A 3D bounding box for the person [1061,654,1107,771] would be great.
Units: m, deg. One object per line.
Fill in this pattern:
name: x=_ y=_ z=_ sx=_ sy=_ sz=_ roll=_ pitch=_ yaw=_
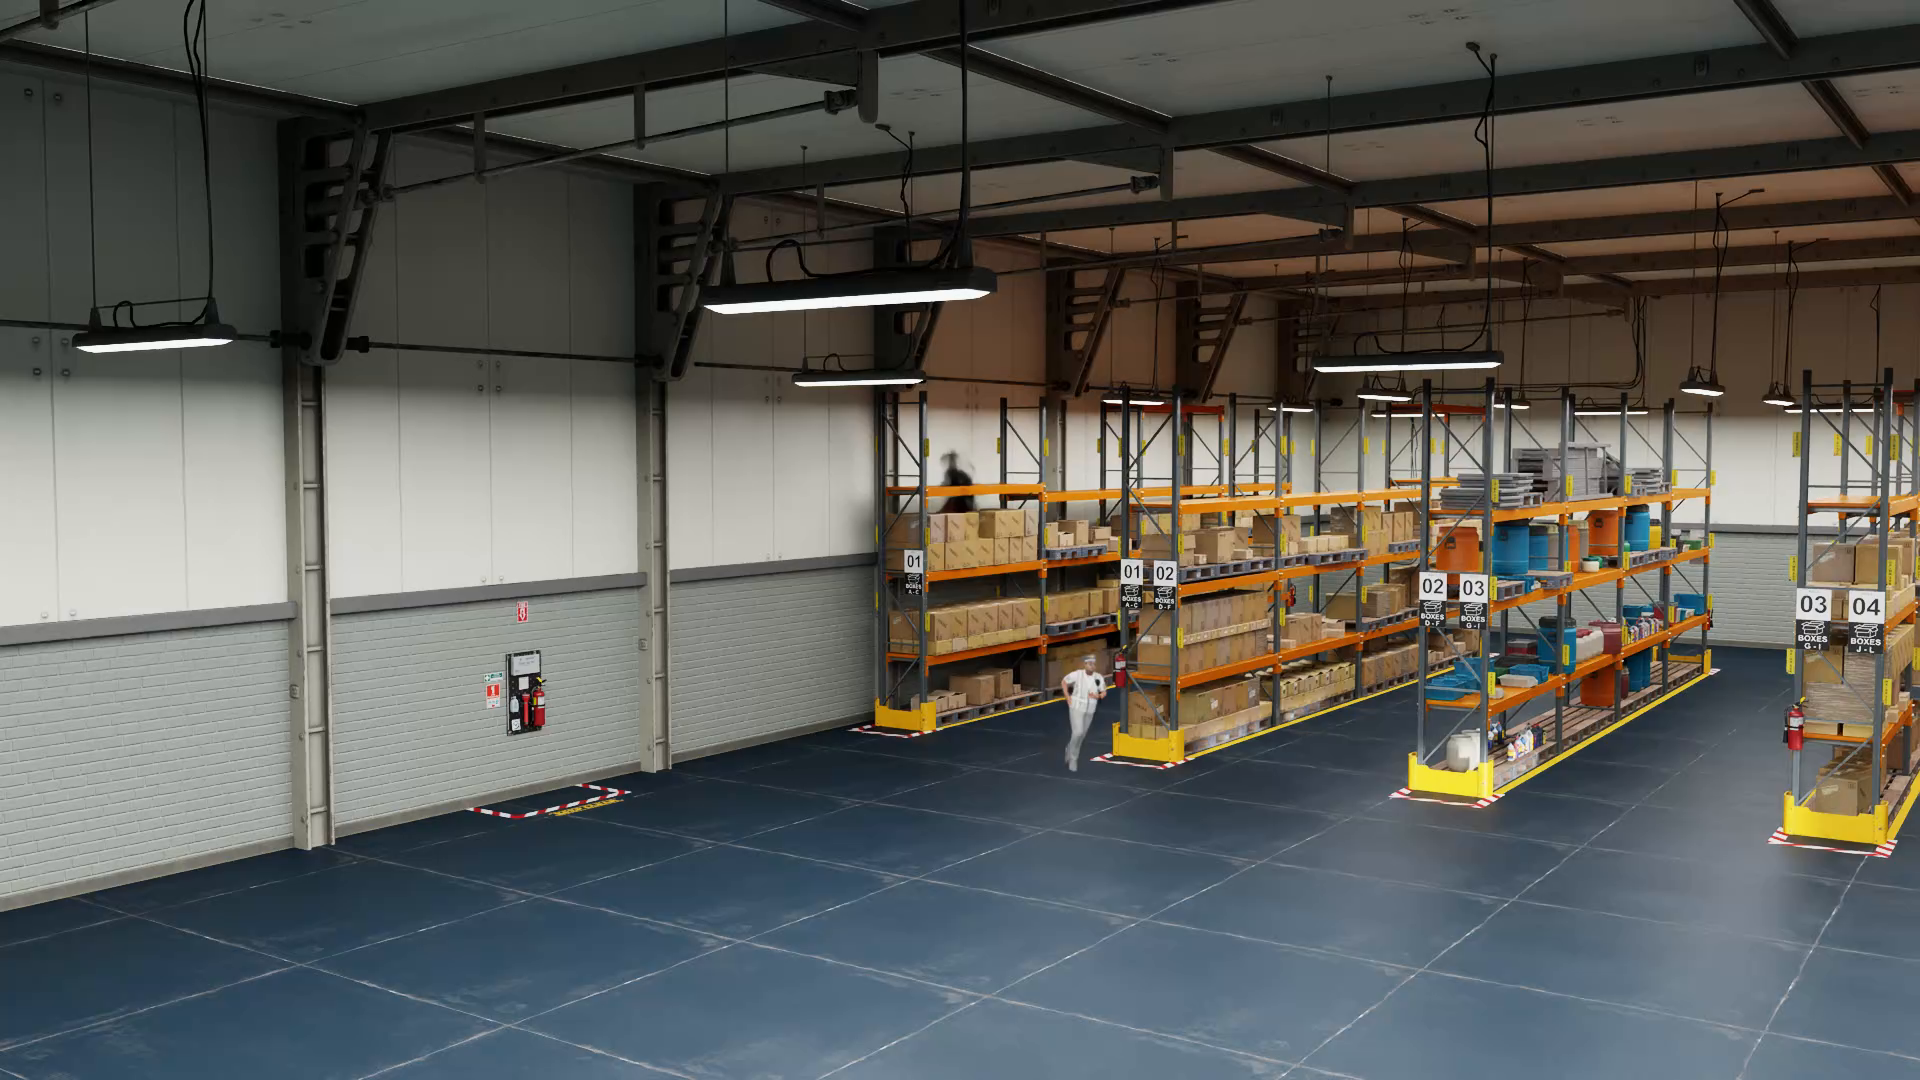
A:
person: x=1.931 y=2.699 z=26.154 sx=0.695 sy=1.826 sz=0.703 roll=-1 pitch=3 yaw=-20
